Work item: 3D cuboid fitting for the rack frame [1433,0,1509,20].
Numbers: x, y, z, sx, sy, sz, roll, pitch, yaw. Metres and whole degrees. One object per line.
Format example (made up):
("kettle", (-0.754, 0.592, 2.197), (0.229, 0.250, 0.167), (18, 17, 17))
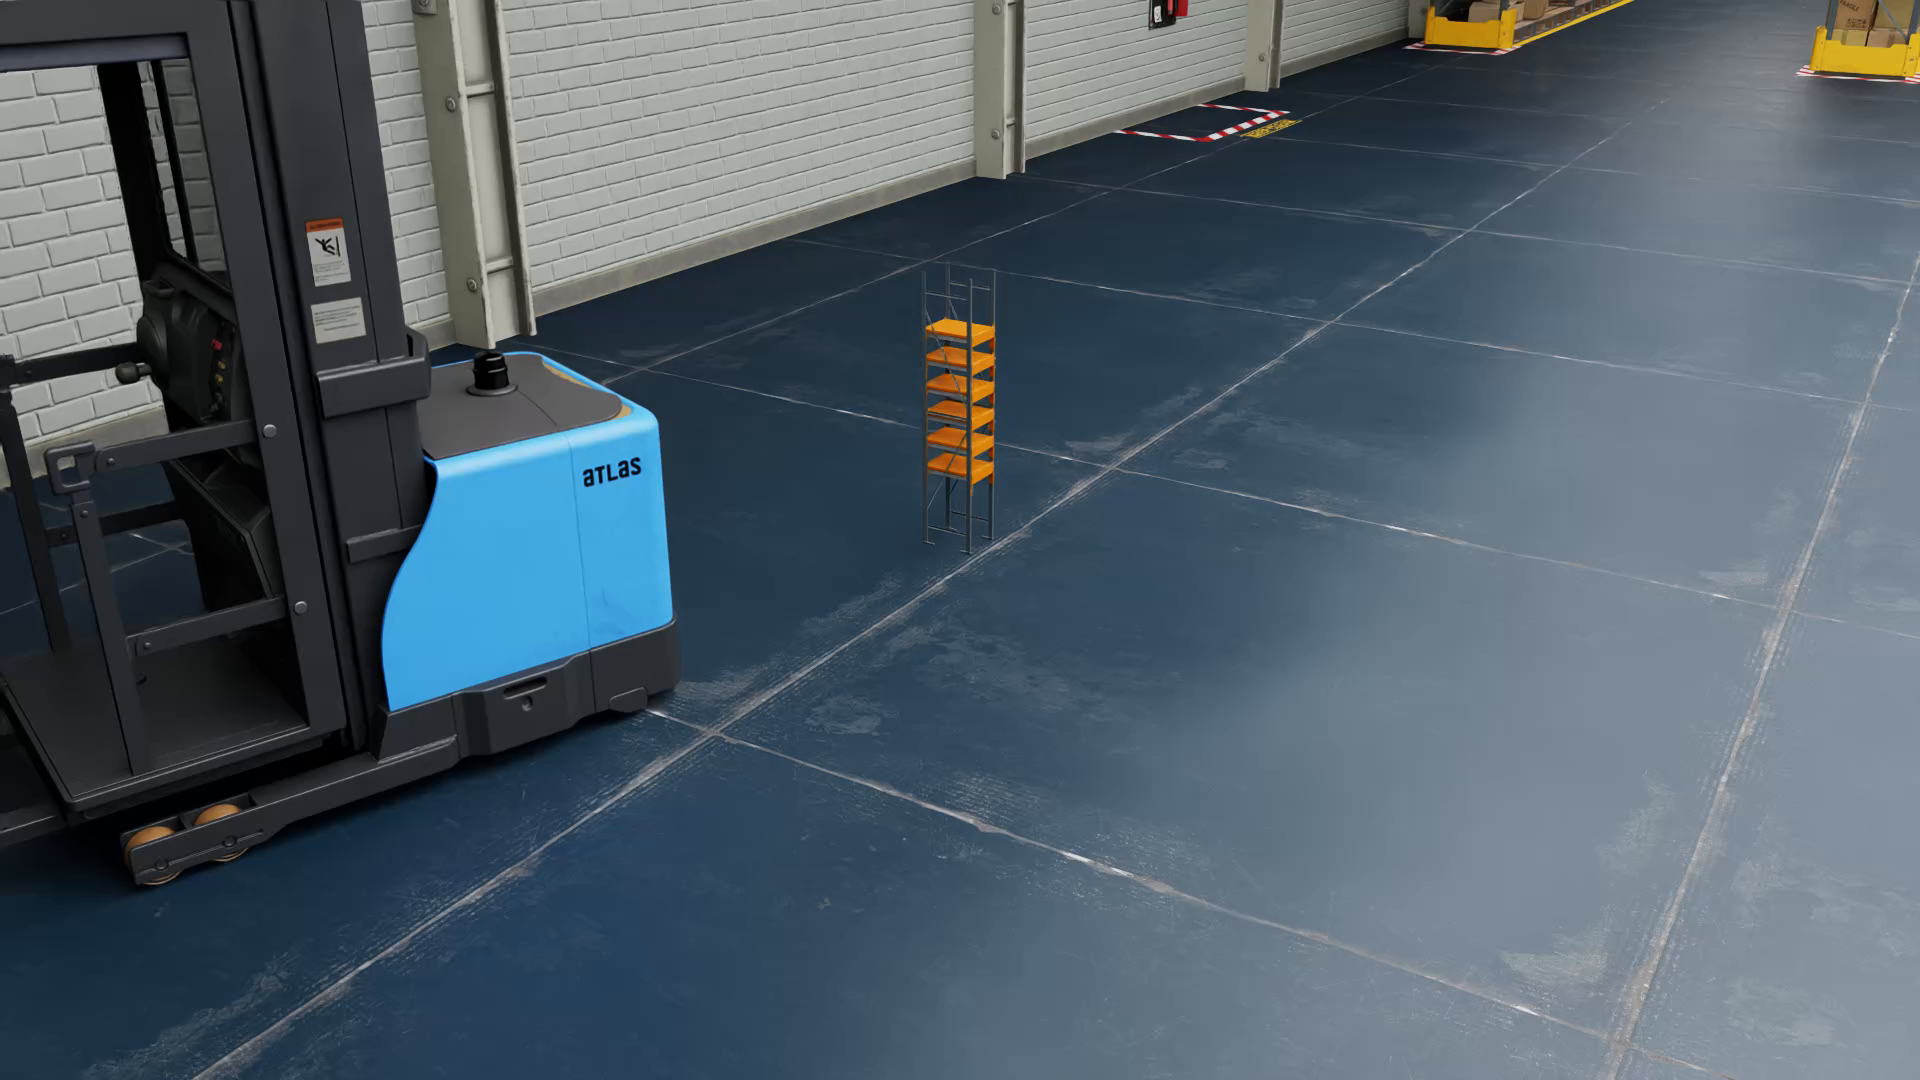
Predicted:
("rack frame", (7.044, -8.260, 22.555), (1.000, 3.000, 0.127), (14, 27, 29))

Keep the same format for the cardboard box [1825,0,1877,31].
("cardboard box", (11.285, -6.742, 21.036), (0.500, 0.500, 0.500), (14, 27, 29))

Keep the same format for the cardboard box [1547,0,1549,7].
("cardboard box", (8.898, -8.325, 25.717), (0.380, 0.166, 0.250), (10, 25, 22))

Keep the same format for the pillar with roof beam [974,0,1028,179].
("pillar with roof beam", (4.006, -6.478, 10.888), (9.100, 9.000, 0.400), (14, 27, 29))

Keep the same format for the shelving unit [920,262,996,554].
("shelving unit", (-0.008, -0.546, 7.000), (0.258, 1.200, 0.189), (14, 27, 29))

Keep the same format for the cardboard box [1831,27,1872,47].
("cardboard box", (11.287, -6.397, 21.184), (0.500, 0.250, 0.500), (14, 27, 29))

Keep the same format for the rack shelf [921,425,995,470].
("rack shelf", (-0.008, -0.395, 7.066), (0.258, 0.103, 0.180), (14, 27, 29))

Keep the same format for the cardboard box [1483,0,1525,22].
("cardboard box", (7.786, -7.635, 23.942), (0.500, 0.311, 0.500), (16, 28, 33))

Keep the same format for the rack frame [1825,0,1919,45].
("rack frame", (11.255, -7.223, 20.160), (1.000, 3.000, 0.127), (14, 27, 29))

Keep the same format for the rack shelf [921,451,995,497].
("rack shelf", (-0.008, -0.285, 7.113), (0.258, 0.103, 0.180), (14, 27, 29))

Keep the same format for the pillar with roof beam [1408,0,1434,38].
("pillar with roof beam", (10.336, -10.529, 20.244), (9.100, 9.000, 0.400), (14, 27, 29))

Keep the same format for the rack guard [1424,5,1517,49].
("rack guard", (7.084, -7.139, 23.111), (1.175, 0.500, 0.348), (14, 27, 29))

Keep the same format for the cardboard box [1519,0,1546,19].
("cardboard box", (8.216, -7.959, 24.452), (0.700, 0.500, 0.500), (12, 26, 26))

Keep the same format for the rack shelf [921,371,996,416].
("rack shelf", (-0.008, -0.615, 6.970), (0.258, 0.103, 0.180), (14, 27, 29))

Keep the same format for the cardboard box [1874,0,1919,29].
("cardboard box", (11.989, -6.802, 21.175), (0.500, 0.500, 0.500), (14, 27, 29))

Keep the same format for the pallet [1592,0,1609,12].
("pallet", (10.206, -9.007, 27.790), (1.003, 0.211, 1.213), (14, 27, 29))

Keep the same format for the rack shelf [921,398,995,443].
("rack shelf", (-0.008, -0.505, 7.018), (0.258, 0.103, 0.180), (14, 27, 29))

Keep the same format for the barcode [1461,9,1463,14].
("barcode", (7.156, -7.537, 23.704), (0.001, 0.075, 0.075), (14, 27, 29))

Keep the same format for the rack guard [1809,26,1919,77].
("rack guard", (11.242, -6.068, 20.638), (1.175, 0.500, 0.348), (14, 27, 29))

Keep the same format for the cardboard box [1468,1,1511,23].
("cardboard box", (7.486, -7.443, 23.498), (0.500, 0.311, 0.500), (11, 26, 23))

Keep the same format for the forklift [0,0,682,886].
("forklift", (-2.462, -0.566, 4.868), (3.031, 2.935, 1.130), (-18, 29, -35))

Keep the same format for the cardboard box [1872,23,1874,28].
("cardboard box", (11.540, -6.568, 21.579), (0.500, 0.250, 0.500), (14, 27, 29))

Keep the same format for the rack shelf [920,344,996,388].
("rack shelf", (-0.008, -0.725, 6.923), (0.258, 0.103, 0.180), (14, 27, 29))

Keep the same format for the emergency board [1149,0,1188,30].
("emergency board", (2.178, -5.827, 16.933), (0.194, 1.169, 0.643), (14, 27, 29))

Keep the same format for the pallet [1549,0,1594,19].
("pallet", (9.564, -8.594, 26.835), (1.003, 0.211, 1.213), (14, 27, 29))

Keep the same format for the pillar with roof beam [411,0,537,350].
("pillar with roof beam", (0.841, -4.453, 6.210), (9.100, 9.000, 0.400), (14, 27, 29))

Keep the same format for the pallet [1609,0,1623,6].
("pallet", (10.851, -9.417, 28.738), (1.003, 0.211, 1.213), (14, 27, 29))

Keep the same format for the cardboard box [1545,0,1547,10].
("cardboard box", (8.641, -8.306, 25.254), (0.500, 0.500, 0.500), (12, 26, 25))

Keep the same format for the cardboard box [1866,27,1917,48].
("cardboard box", (11.727, -6.289, 20.933), (0.500, 0.250, 0.500), (14, 27, 29))

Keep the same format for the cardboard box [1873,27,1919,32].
("cardboard box", (11.987, -6.458, 21.325), (0.500, 0.250, 0.500), (14, 27, 29))

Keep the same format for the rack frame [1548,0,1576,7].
("rack frame", (9.154, -9.610, 25.674), (1.000, 3.000, 0.127), (14, 27, 29))

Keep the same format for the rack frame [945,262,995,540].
("rack frame", (0.041, -0.577, 7.072), (0.240, 1.200, 0.006), (14, 27, 29))

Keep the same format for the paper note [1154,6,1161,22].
("paper note", (2.026, -5.377, 17.004), (0.016, 0.148, 0.142), (14, 27, 29))

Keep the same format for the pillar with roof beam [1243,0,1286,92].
("pillar with roof beam", (7.171, -8.504, 15.566), (9.100, 9.000, 0.400), (14, 27, 29))

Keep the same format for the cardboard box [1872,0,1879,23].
("cardboard box", (11.800, -7.082, 21.823), (0.500, 0.500, 0.500), (14, 27, 29))

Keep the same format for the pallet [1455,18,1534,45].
("pallet", (7.543, -7.273, 23.784), (1.003, 0.211, 1.213), (14, 27, 29))

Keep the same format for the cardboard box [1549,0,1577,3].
("cardboard box", (9.528, -8.917, 26.665), (0.700, 0.500, 0.500), (15, 28, 31))

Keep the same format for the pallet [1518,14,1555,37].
("pallet", (8.187, -7.683, 24.732), (1.003, 0.211, 1.213), (14, 27, 29))

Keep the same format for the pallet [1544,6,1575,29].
("pallet", (8.830, -8.096, 25.687), (1.003, 0.211, 1.213), (14, 27, 29))

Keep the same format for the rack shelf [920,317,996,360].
("rack shelf", (-0.008, -0.835, 6.875), (0.258, 0.103, 0.180), (14, 27, 29))

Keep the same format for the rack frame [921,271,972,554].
("rack frame", (-0.056, -0.515, 6.929), (0.240, 1.200, 0.006), (14, 27, 29))
